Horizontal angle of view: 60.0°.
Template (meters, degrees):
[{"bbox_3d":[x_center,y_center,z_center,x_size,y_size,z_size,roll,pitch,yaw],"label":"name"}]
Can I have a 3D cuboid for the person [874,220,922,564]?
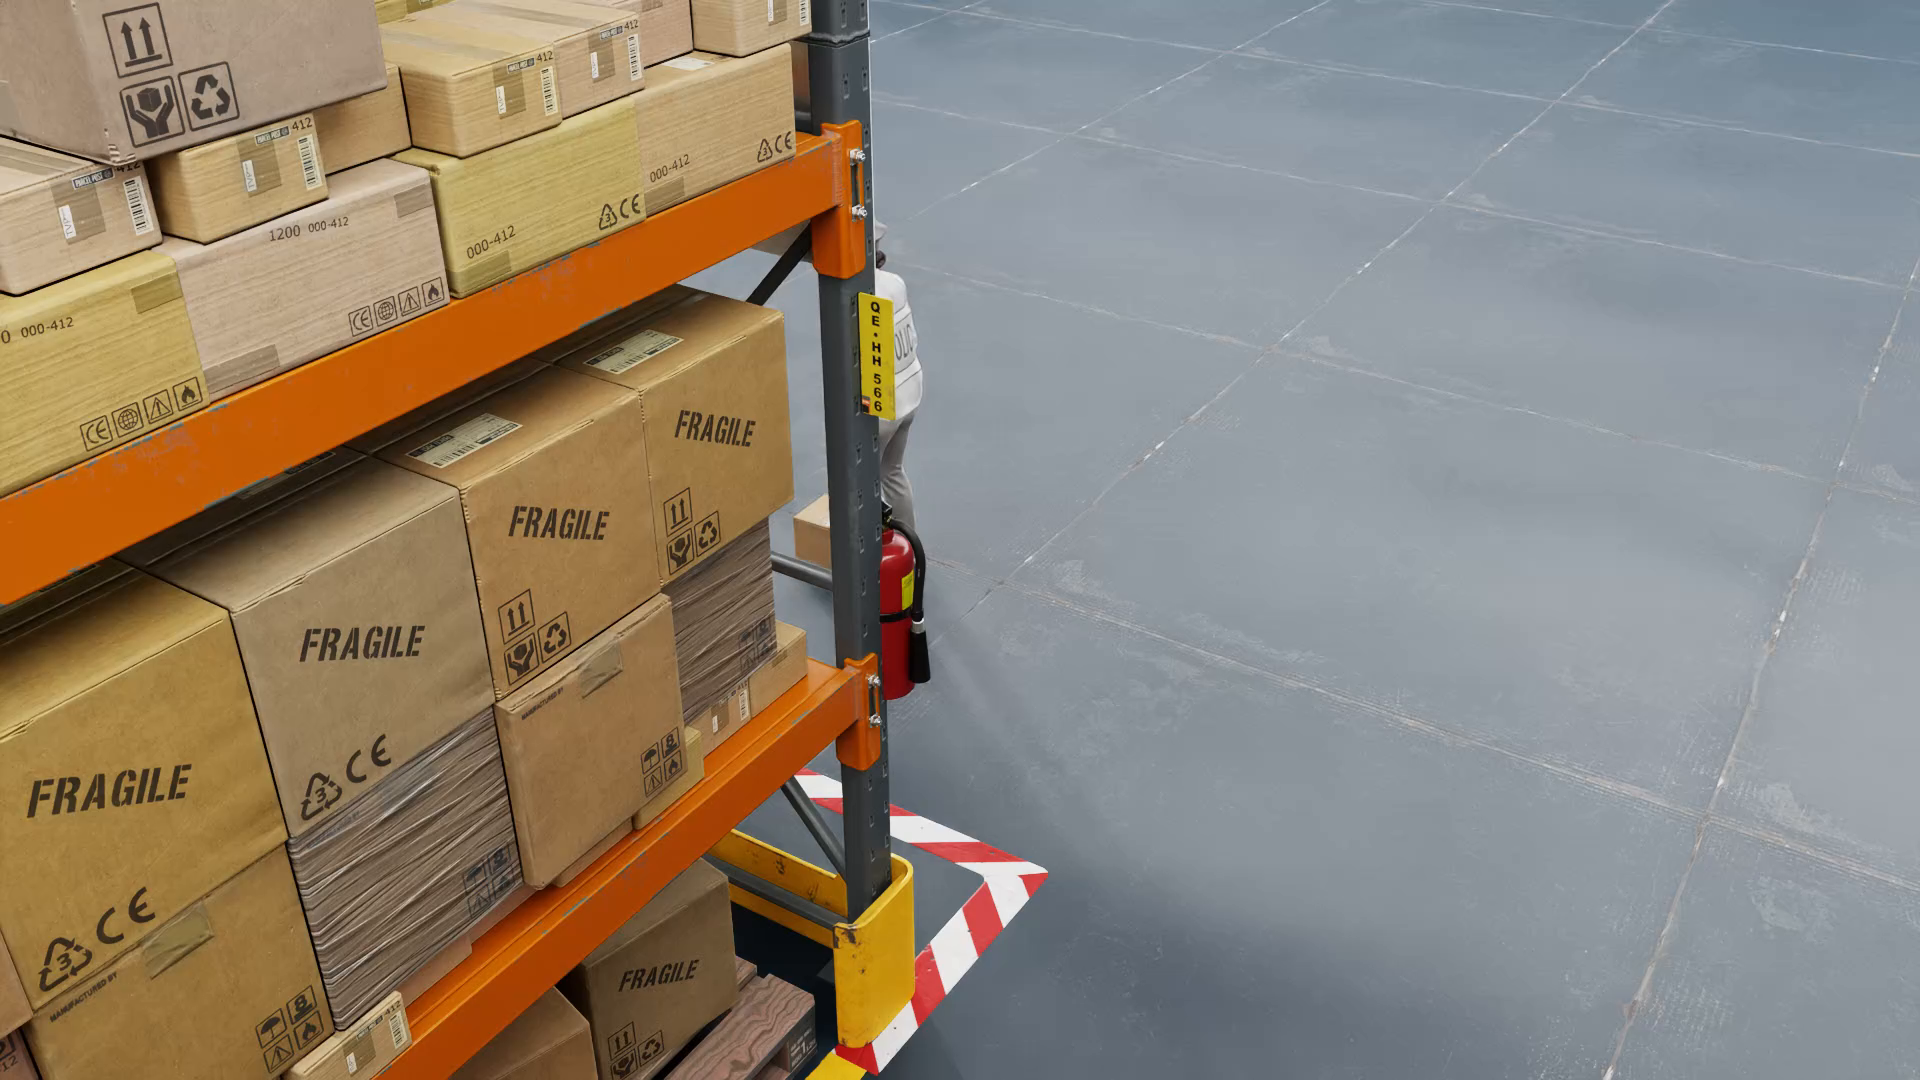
[{"bbox_3d":[-0.369,-0.560,7.074,0.374,1.662,0.534,16,34,25],"label":"person"}]
